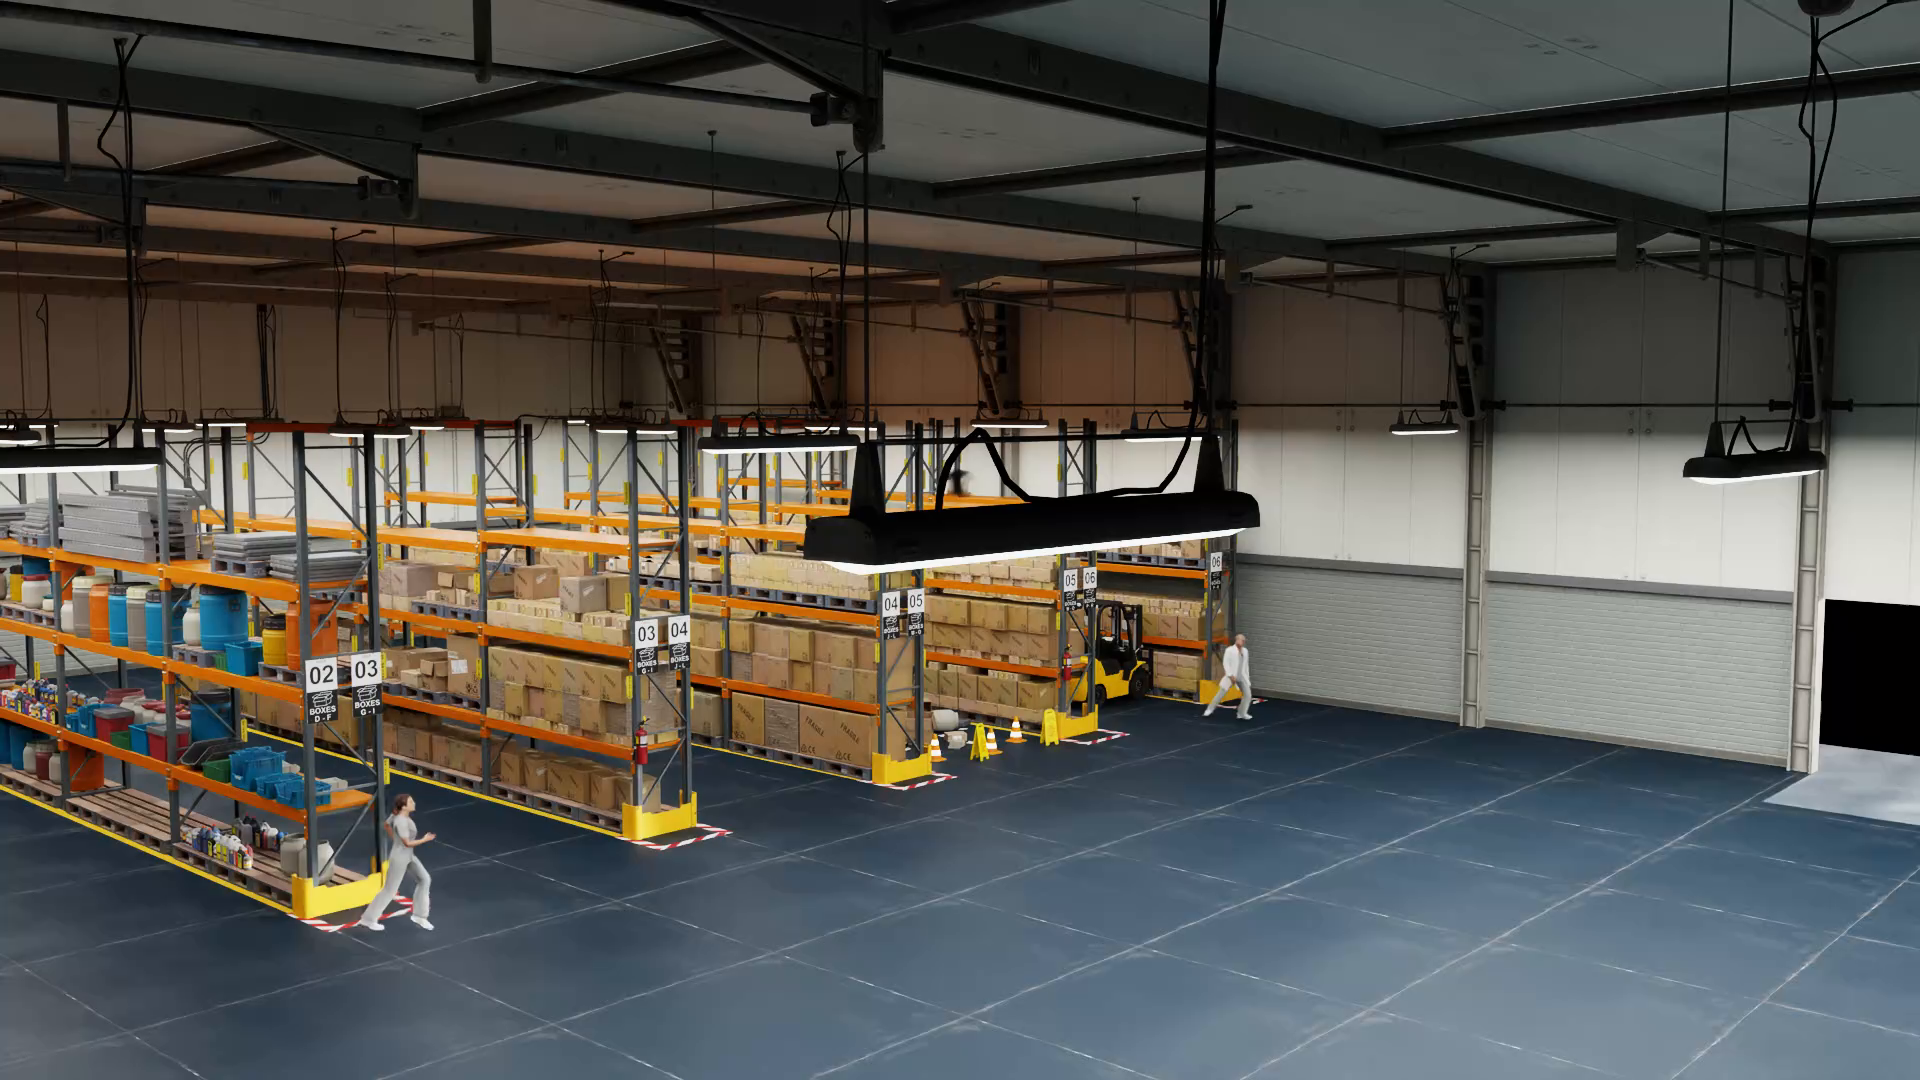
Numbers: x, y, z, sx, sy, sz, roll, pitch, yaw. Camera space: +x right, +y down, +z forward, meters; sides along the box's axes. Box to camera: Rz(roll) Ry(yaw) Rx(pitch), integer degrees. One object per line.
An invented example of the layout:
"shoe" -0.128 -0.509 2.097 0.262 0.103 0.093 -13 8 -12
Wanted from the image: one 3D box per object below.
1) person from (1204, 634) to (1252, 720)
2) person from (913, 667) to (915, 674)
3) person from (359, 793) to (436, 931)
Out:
"person" 5.395 2.741 33.446 0.903 1.712 0.781 -2 5 -23
"person" -1.130 2.454 37.672 0.665 1.654 0.719 -4 6 -41
"person" -6.733 3.872 19.918 0.889 1.710 0.555 -1 5 -11
